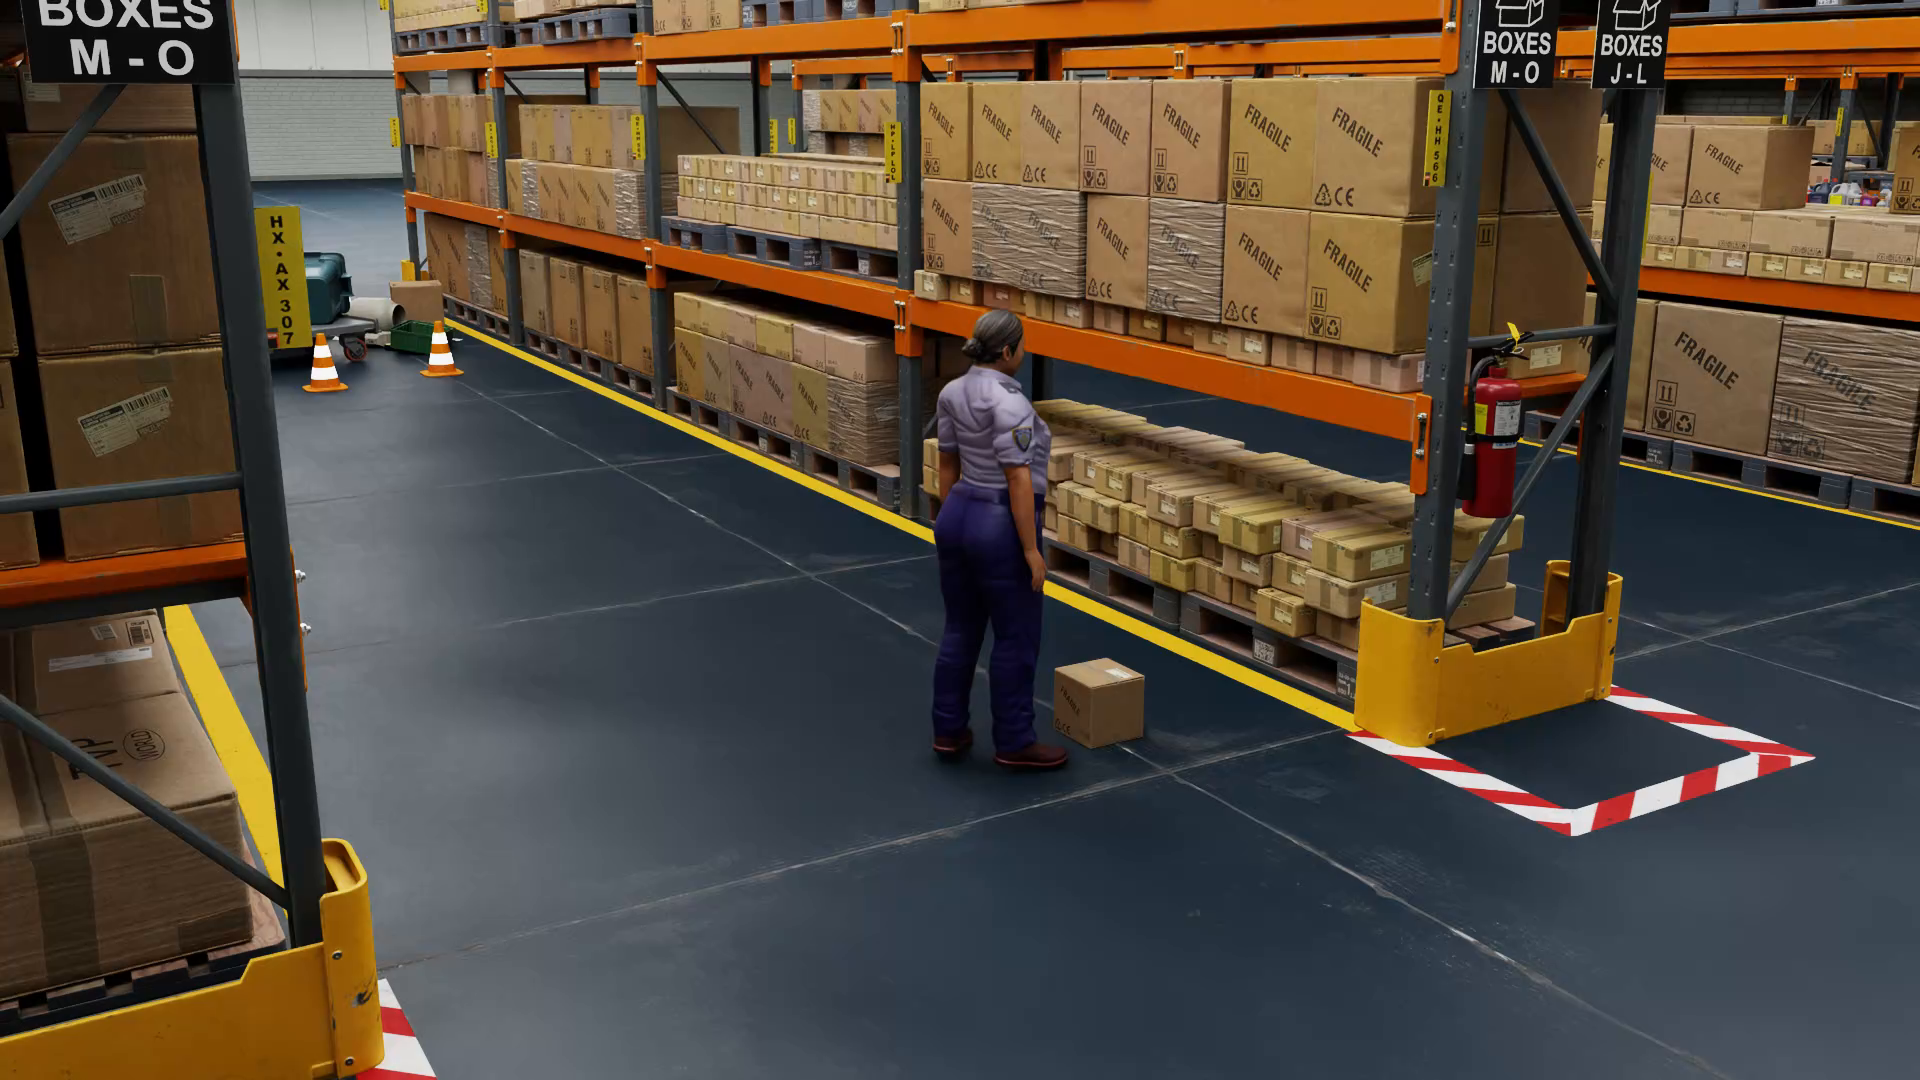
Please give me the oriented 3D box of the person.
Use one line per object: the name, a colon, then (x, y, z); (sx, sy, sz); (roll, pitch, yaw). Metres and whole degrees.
person: (0.129, 0.001, 5.974); (0.408, 1.656, 0.535); (-11, 18, -35)
